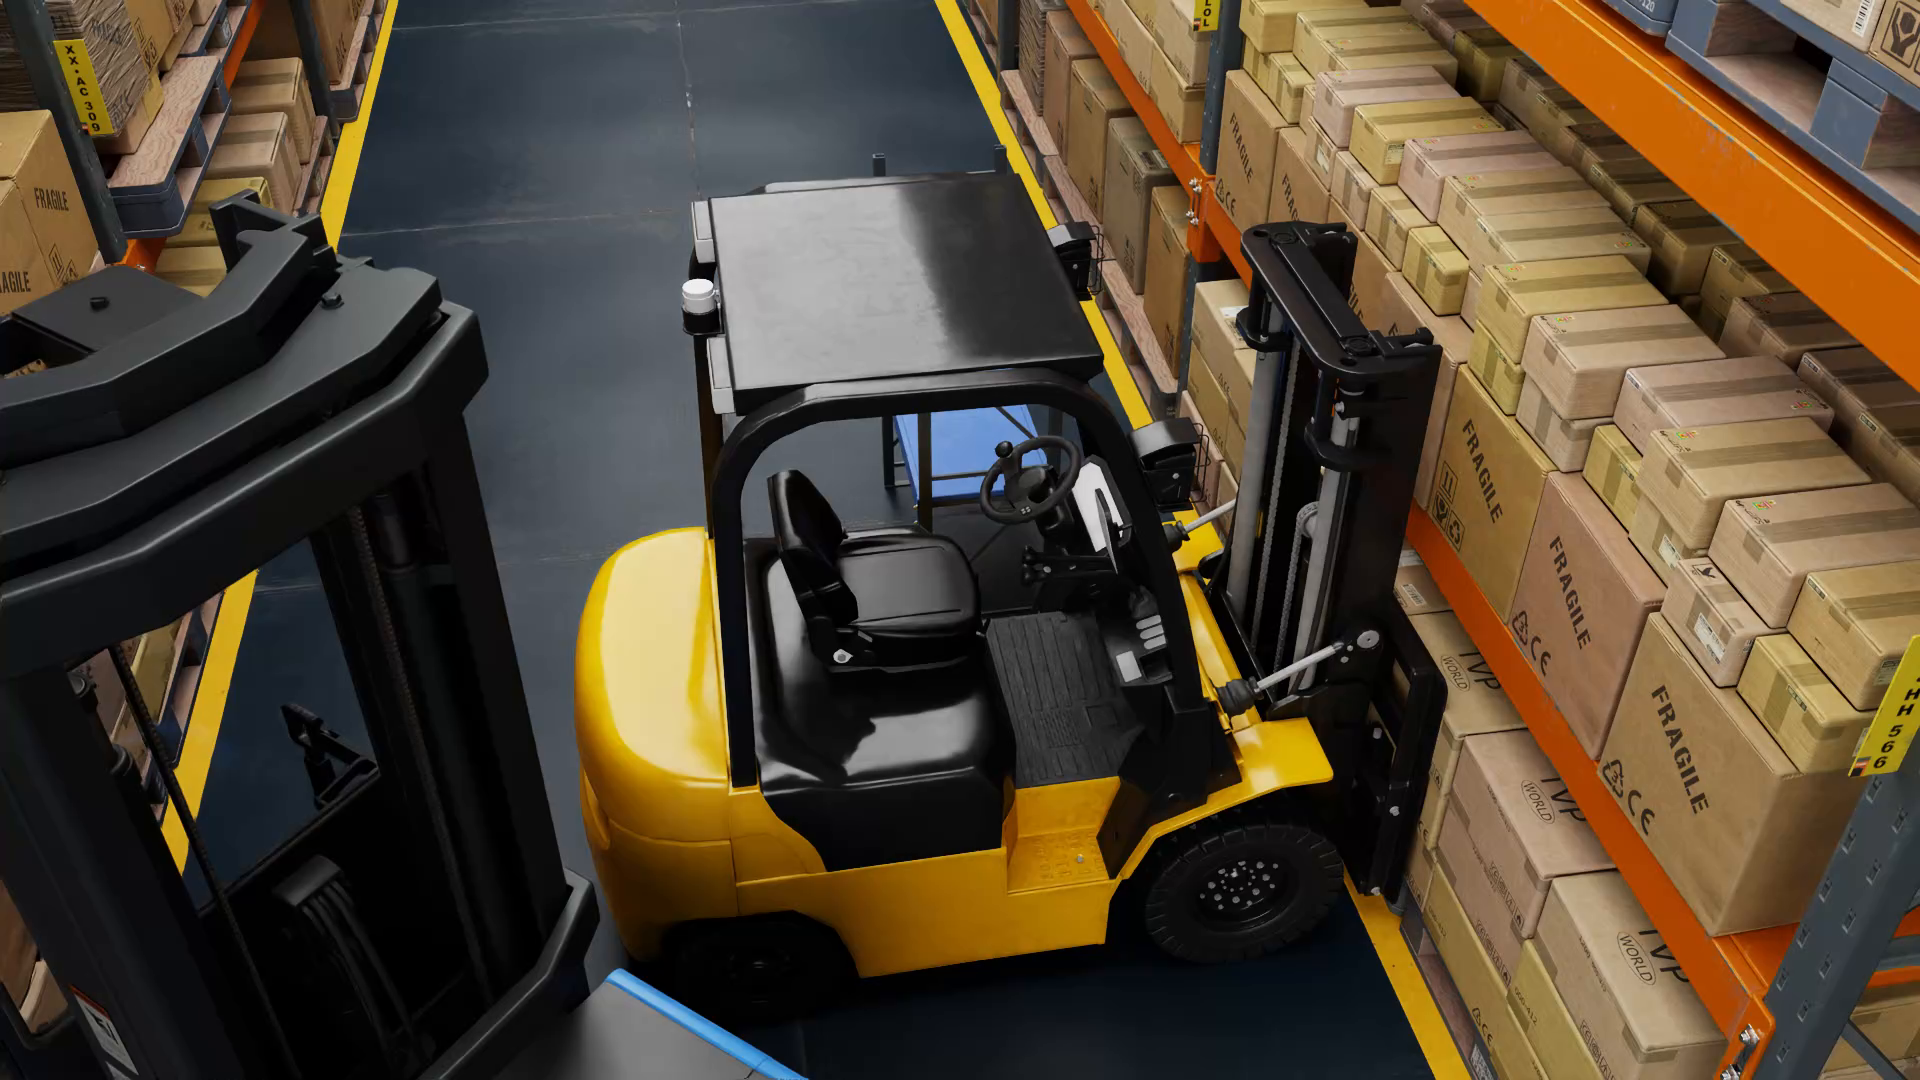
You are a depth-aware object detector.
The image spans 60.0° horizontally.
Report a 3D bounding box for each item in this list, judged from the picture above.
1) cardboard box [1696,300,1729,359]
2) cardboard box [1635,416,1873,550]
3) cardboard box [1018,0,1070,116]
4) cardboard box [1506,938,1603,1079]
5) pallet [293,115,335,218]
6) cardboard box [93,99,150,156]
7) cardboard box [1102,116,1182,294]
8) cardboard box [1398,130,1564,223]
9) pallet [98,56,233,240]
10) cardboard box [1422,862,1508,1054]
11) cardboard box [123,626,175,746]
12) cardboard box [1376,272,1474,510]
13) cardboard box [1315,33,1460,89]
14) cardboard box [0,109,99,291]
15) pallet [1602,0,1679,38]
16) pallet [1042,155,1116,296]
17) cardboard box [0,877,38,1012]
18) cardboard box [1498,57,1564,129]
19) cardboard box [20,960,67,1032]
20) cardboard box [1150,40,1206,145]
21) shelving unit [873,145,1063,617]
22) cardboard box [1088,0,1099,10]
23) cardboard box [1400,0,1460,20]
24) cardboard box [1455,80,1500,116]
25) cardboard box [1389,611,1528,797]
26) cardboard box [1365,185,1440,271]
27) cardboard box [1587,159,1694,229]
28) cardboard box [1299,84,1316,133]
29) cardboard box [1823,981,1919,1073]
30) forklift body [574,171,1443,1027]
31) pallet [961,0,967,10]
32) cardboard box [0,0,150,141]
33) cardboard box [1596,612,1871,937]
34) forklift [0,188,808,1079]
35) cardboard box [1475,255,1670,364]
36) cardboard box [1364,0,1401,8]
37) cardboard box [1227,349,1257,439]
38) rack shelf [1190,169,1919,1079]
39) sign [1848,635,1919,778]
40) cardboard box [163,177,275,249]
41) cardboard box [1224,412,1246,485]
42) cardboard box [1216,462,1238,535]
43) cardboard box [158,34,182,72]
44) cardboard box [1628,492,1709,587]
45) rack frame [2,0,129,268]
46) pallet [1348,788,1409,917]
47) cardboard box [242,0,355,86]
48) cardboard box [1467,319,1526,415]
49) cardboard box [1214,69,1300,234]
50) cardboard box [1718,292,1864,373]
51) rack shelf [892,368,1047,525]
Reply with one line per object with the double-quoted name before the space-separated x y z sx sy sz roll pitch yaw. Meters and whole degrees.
"cardboard box" 2.175 -0.532 4.380 0.380 0.149 0.250 -5 38 -6
"cardboard box" 1.718 -0.127 3.616 0.380 0.149 0.250 -5 38 -7
"cardboard box" 0.828 -2.901 9.633 0.875 0.625 0.625 -5 38 -7
"cardboard box" 1.742 1.243 4.197 0.500 0.250 0.500 -7 38 -9
"pallet" -4.018 -1.942 9.078 1.003 0.211 1.213 -6 38 -8
"cardboard box" -3.238 -1.534 6.142 0.380 0.149 0.250 -6 38 -7
"cardboard box" 1.203 -1.647 8.018 0.875 0.625 0.625 -7 38 -8
"cardboard box" 1.502 -1.054 4.810 0.380 0.149 0.250 -6 38 -8
"pallet" -3.443 -1.501 6.393 1.003 0.211 1.213 -6 38 -8
"cardboard box" 1.664 1.149 4.724 0.500 0.250 0.500 -6 38 -8
"cardboard box" -2.981 0.470 5.600 0.500 0.250 0.500 -7 38 -9
"cardboard box" 1.519 -0.454 4.808 0.500 0.500 0.500 -6 38 -8
"cardboard box" 1.386 -1.523 5.412 0.380 0.149 0.250 -7 38 -9
"cardboard box" -3.130 -1.015 5.287 0.500 0.500 0.500 -7 38 -9
"pallet" 1.819 -1.537 3.911 1.003 0.211 1.213 -6 38 -8
"pallet" 1.049 -1.713 8.783 1.003 0.211 1.213 -6 38 -8
"cardboard box" -2.721 1.094 4.184 0.500 0.500 0.500 -8 38 -10
"cardboard box" 1.956 -1.429 5.292 0.380 0.149 0.250 -7 38 -9
"cardboard box" -2.702 1.411 4.388 0.500 0.250 0.500 -5 38 -6
"cardboard box" 1.088 -1.852 6.812 0.500 0.250 0.500 -5 38 -7
"shelving unit" 0.015 -0.541 6.224 0.538 1.500 1.048 -6 38 -8
"cardboard box" 0.839 -2.770 7.992 0.500 0.250 0.500 -5 38 -6
"cardboard box" 1.787 -1.888 5.883 0.380 0.149 0.250 -6 38 -8
"cardboard box" 1.859 -1.456 5.569 0.380 0.149 0.250 -5 38 -7
"cardboard box" 1.554 0.450 4.810 0.500 0.250 0.500 -6 38 -7
"cardboard box" 1.427 -0.934 4.897 0.380 0.149 0.250 -7 38 -9
"cardboard box" 1.994 -0.955 4.681 0.380 0.149 0.250 -5 38 -7
"cardboard box" 1.351 -1.400 5.496 0.380 0.149 0.250 -6 38 -8
"cardboard box" 2.237 0.995 4.108 0.500 0.250 0.500 -7 38 -9
"forklift body" 0.007 0.167 4.782 2.313 2.155 1.214 -6 38 -8
"pallet" 0.428 -4.140 11.908 1.003 0.211 1.213 -6 38 -8
"cardboard box" -3.252 -1.736 5.873 0.500 0.500 0.500 -5 38 -7
"cardboard box" 1.790 0.472 3.616 0.500 0.500 0.500 -7 38 -9
"forklift" -1.641 0.667 3.502 3.031 2.935 1.130 22 43 25
"cardboard box" 1.542 -0.586 4.207 0.380 0.149 0.250 -6 38 -7
"cardboard box" 1.583 -2.166 6.483 0.380 0.149 0.250 -7 38 -9
"cardboard box" 1.289 -0.474 6.000 0.500 0.250 0.500 -6 38 -8
"rack shelf" 1.784 -0.143 5.076 1.077 0.370 4.000 -6 38 -8
"sign" 1.598 0.280 2.808 0.100 0.325 0.005 -6 38 -8
"cardboard box" -3.800 -1.398 7.903 0.950 0.372 0.625 -5 38 -6
"cardboard box" 1.305 -0.283 6.161 0.500 0.250 0.500 -6 38 -8
"cardboard box" 1.297 -0.082 6.310 0.500 0.250 0.500 -7 38 -9
"cardboard box" -3.402 -2.008 6.752 0.380 0.149 0.250 -6 38 -7
"cardboard box" 1.739 -0.009 3.706 0.380 0.149 0.250 -6 38 -7
"rack frame" -3.452 -1.099 5.720 1.000 3.000 0.127 -6 38 -8
"pallet" 1.749 0.689 5.691 1.003 0.211 1.213 -6 38 -8
"cardboard box" -4.193 -3.268 9.901 0.875 0.875 0.875 -7 38 -8
"cardboard box" 1.550 -0.466 4.295 0.380 0.149 0.250 -6 38 -8
"cardboard box" 1.255 -1.379 5.998 0.500 0.500 0.500 -7 38 -9
"cardboard box" 2.114 -0.485 4.077 0.380 0.149 0.250 -5 38 -7
"rack shelf" 0.015 -0.399 6.334 0.538 0.185 1.000 -6 38 -8
